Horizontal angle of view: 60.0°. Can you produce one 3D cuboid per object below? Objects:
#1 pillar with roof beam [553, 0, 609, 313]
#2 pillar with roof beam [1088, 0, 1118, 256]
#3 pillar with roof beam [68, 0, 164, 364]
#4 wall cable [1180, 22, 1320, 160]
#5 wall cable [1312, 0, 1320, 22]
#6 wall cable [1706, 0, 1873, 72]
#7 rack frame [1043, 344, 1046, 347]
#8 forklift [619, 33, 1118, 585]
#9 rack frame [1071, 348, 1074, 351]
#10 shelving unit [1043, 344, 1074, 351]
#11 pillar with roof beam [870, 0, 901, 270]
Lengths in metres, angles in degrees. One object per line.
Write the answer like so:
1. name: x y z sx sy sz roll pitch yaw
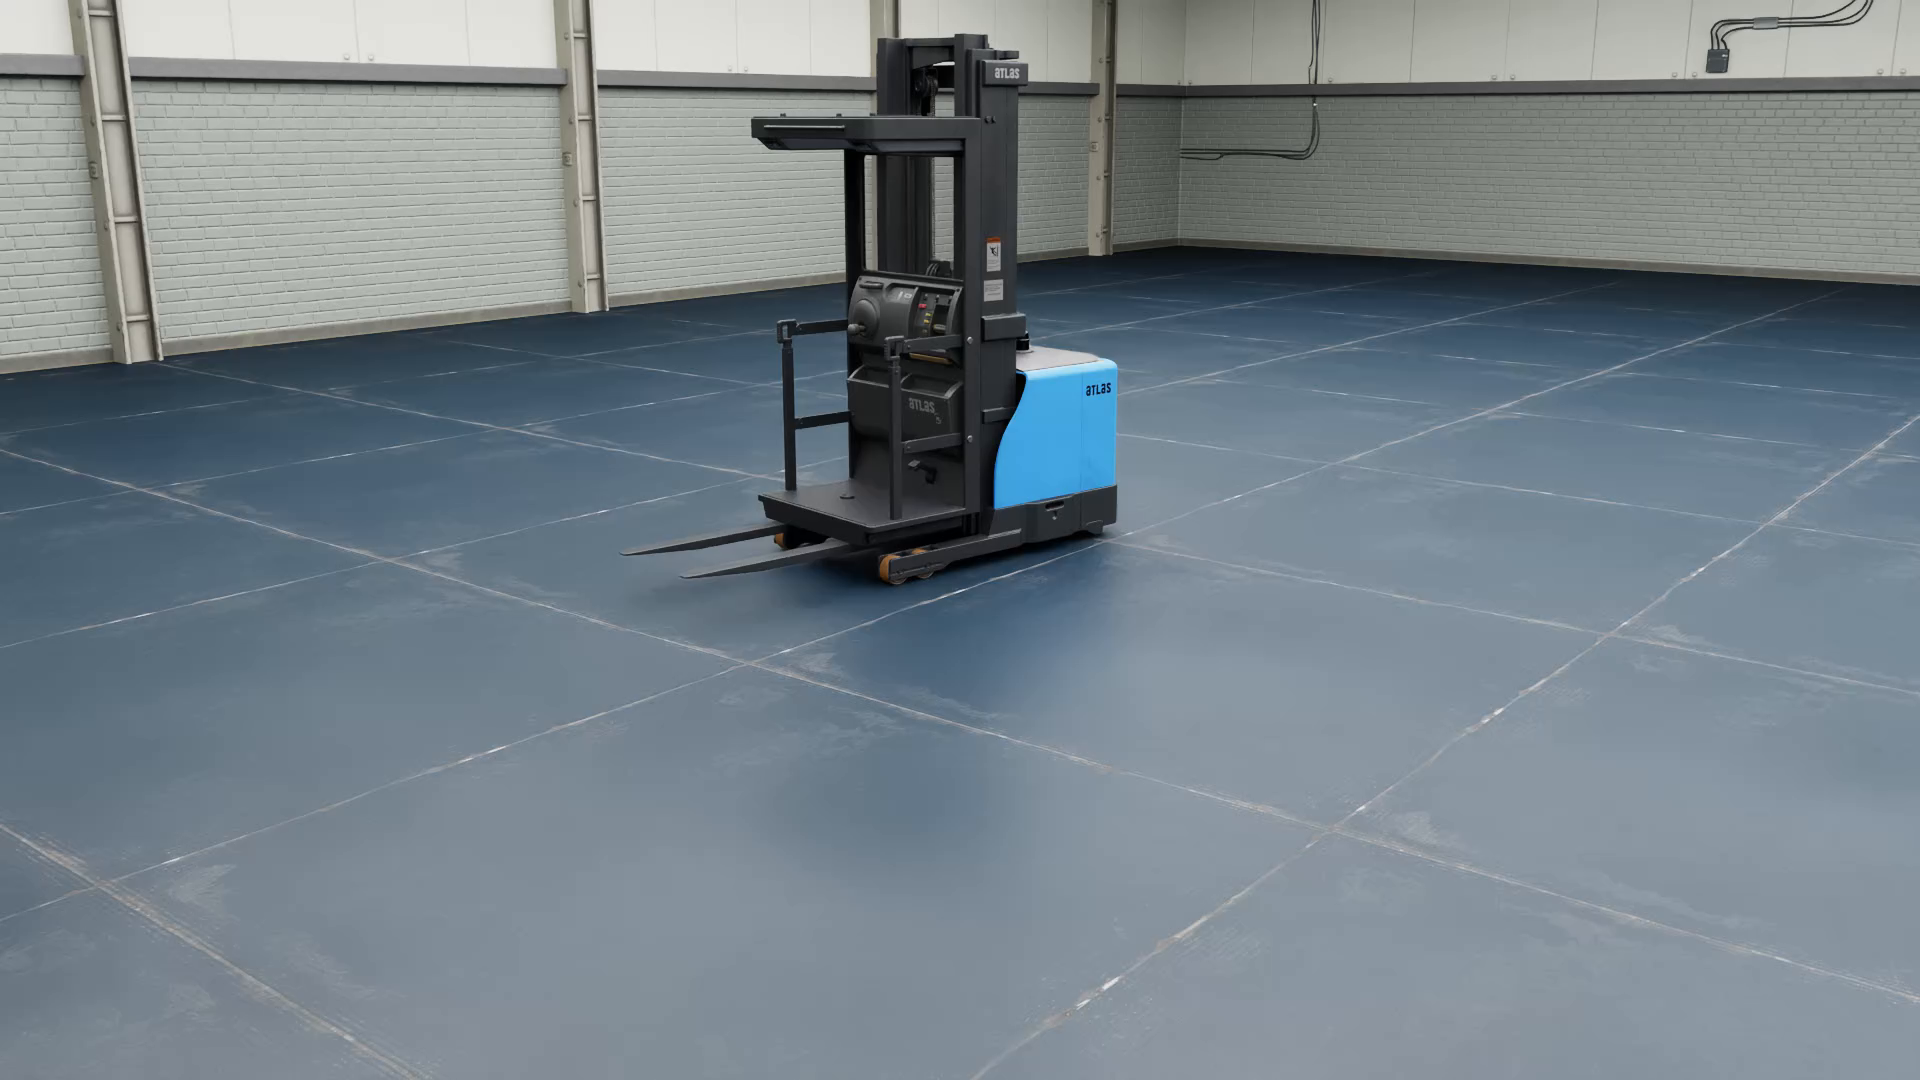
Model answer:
1. pillar with roof beam: -1.571 -6.742 18.384 9.100 9.000 0.400 11 18 38
2. pillar with roof beam: 5.971 -9.040 27.431 9.100 9.000 0.400 11 18 38
3. pillar with roof beam: -5.342 -5.593 13.861 9.100 9.000 0.400 11 18 38
4. wall cable: 5.502 -8.560 31.851 3.097 2.526 0.112 11 18 38
5. wall cable: 7.607 -10.590 29.581 3.097 2.526 0.112 11 18 38
6. wall cable: 12.877 -10.242 25.255 2.305 6.003 0.169 11 18 38
7. rack frame: 0.491 -0.757 10.969 0.008 1.050 0.200 14 20 43
8. forklift: -0.475 -1.319 9.362 3.031 2.935 1.130 -12 19 -39
9. rack frame: 0.664 -0.714 10.802 0.008 1.050 0.200 14 20 43
10. shelving unit: 0.578 -0.735 10.886 0.252 1.050 0.215 14 20 43
11. pillar with roof beam: 2.200 -7.891 22.907 9.100 9.000 0.400 11 18 38
